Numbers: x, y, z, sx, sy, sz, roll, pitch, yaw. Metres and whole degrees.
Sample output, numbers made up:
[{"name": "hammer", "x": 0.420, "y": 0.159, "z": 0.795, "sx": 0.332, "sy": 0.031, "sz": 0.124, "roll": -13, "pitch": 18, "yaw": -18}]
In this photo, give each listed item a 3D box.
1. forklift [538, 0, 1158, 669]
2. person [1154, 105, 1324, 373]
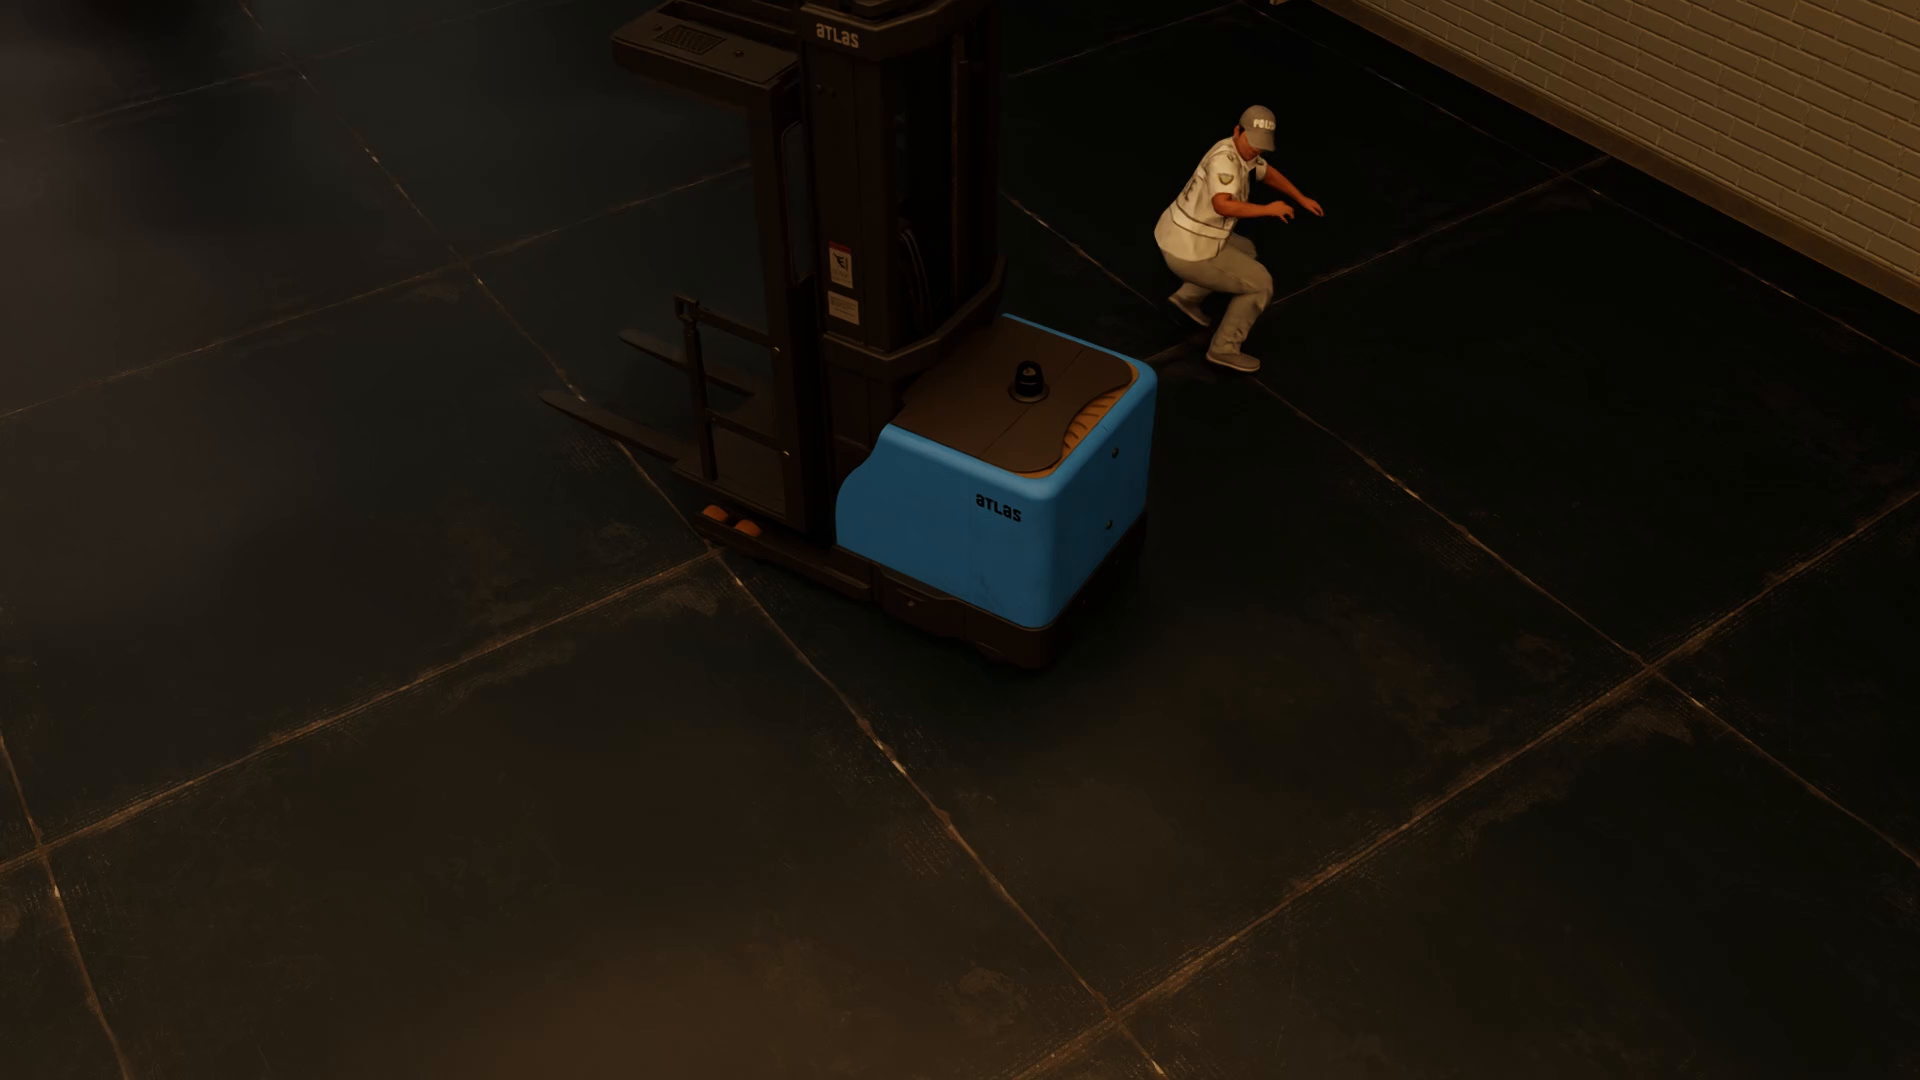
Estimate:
[{"name": "forklift", "x": -0.661, "y": -1.286, "z": 7.111, "sx": 3.031, "sy": 2.935, "sz": 1.130, "roll": 23, "pitch": 47, "yaw": 23}, {"name": "person", "x": 1.460, "y": -1.550, "z": 8.556, "sx": 0.910, "sy": 1.414, "sz": 0.739, "roll": 1, "pitch": 43, "yaw": 1}]
